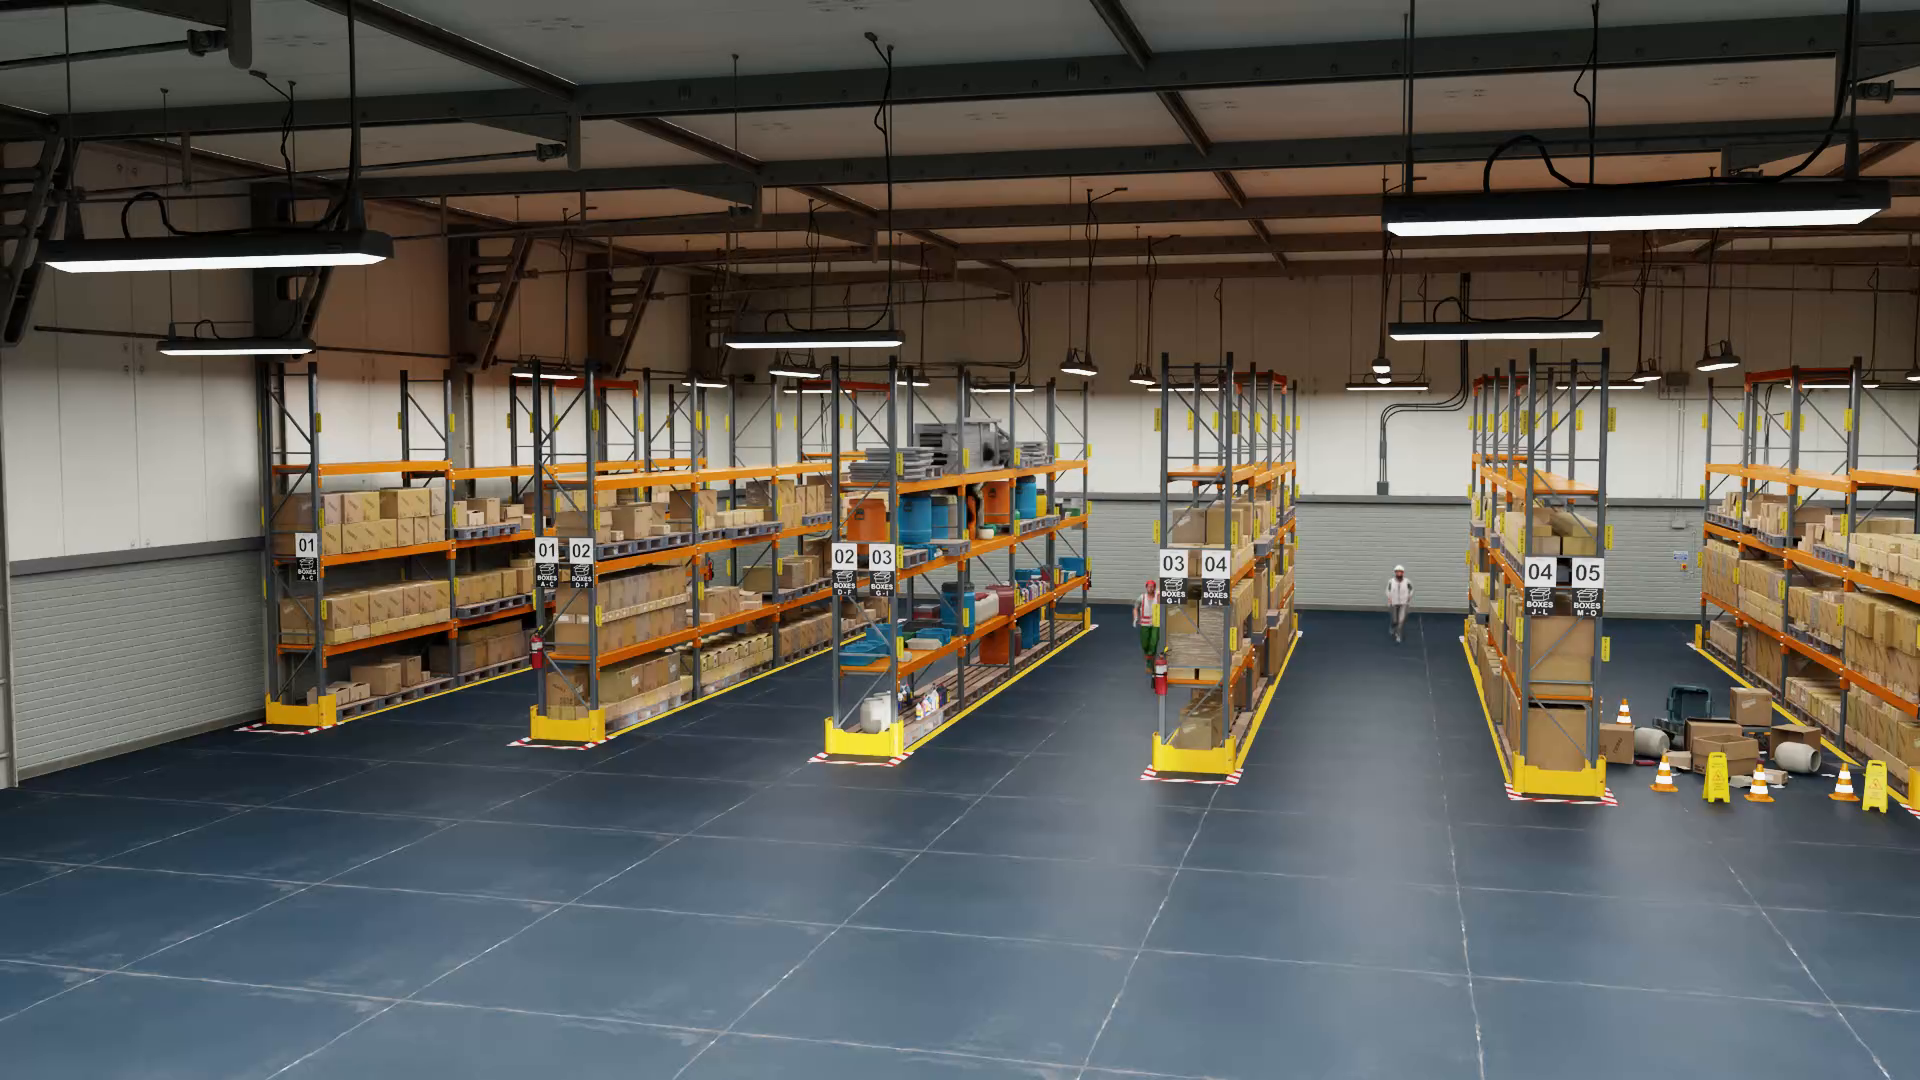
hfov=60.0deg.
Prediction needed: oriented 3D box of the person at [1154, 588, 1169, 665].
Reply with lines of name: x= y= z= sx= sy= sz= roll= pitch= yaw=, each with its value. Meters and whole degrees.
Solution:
person: x=4.080 y=1.564 z=33.108 sx=0.640 sy=1.770 sz=0.878 roll=1 pitch=4 yaw=15

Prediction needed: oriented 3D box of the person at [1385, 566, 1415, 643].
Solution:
person: x=10.110 y=1.457 z=38.206 sx=0.663 sy=1.753 sz=0.659 roll=1 pitch=4 yaw=17

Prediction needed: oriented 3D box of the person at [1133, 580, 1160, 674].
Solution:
person: x=3.628 y=1.634 z=31.598 sx=0.670 sy=1.769 sz=0.603 roll=1 pitch=4 yaw=8
